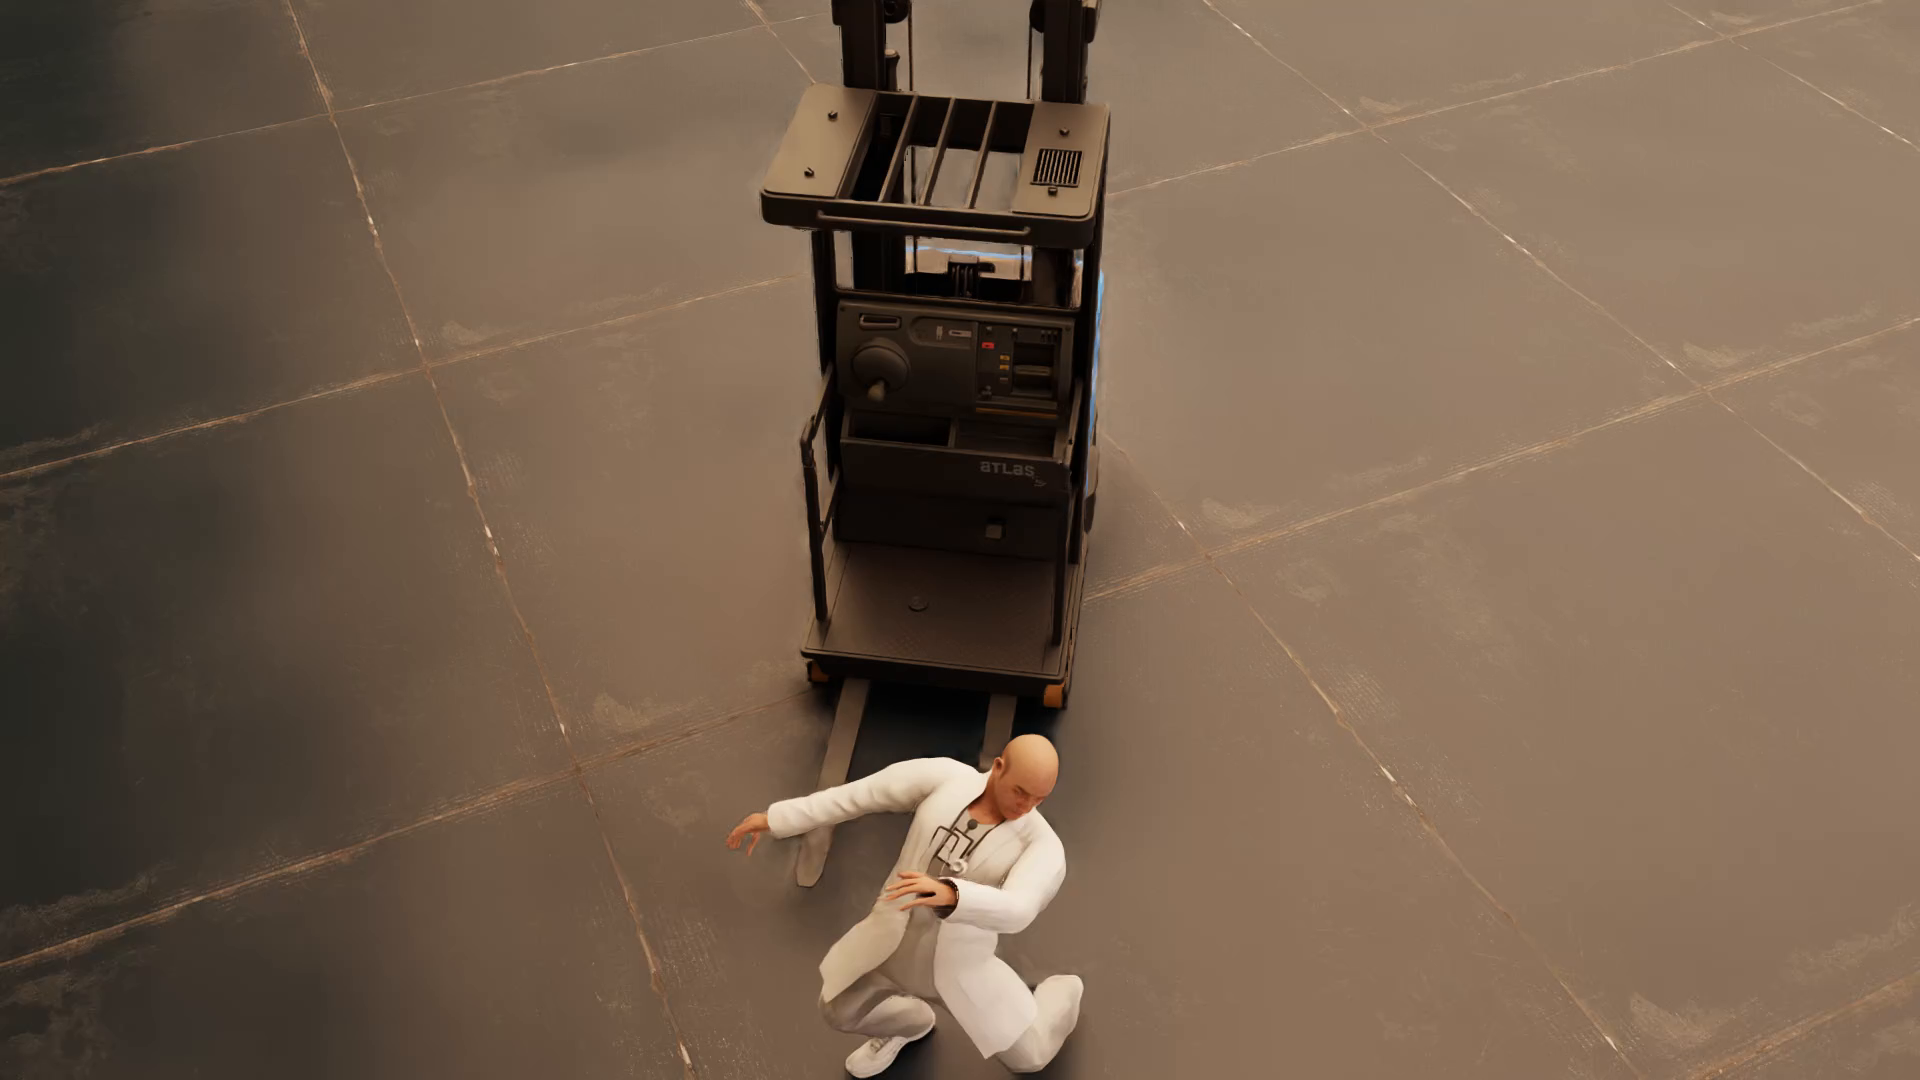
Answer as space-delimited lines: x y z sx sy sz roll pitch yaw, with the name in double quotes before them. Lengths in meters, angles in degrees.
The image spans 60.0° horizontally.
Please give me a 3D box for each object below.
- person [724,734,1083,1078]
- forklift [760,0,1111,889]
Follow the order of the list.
"person" -0.189 1.248 5.349 1.099 1.547 0.805 15 45 15
"forklift" -0.053 -0.621 6.346 1.130 2.935 3.031 6 43 6
